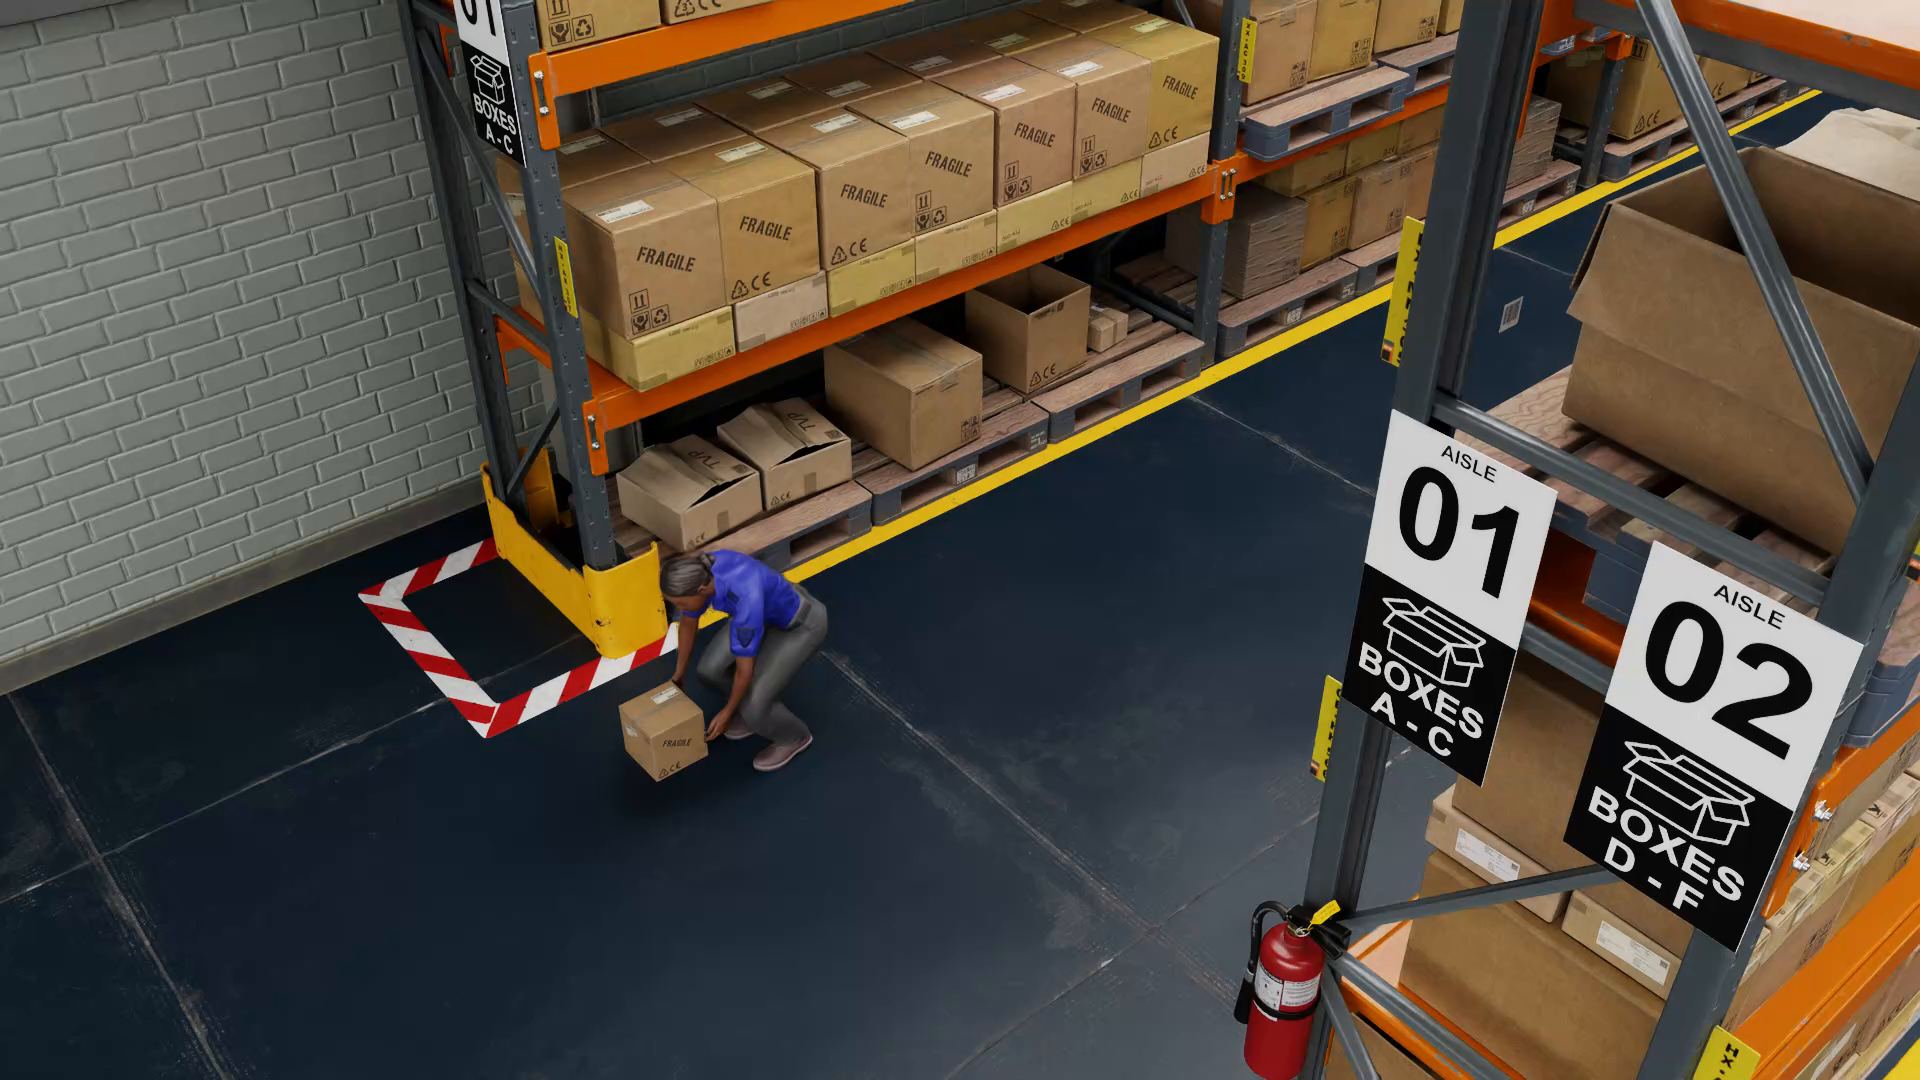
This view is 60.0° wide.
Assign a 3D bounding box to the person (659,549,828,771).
[{"bbox_3d":[-0.873,0.447,6.890,0.726,1.168,0.500,-25,43,-30],"label":"person"}]
